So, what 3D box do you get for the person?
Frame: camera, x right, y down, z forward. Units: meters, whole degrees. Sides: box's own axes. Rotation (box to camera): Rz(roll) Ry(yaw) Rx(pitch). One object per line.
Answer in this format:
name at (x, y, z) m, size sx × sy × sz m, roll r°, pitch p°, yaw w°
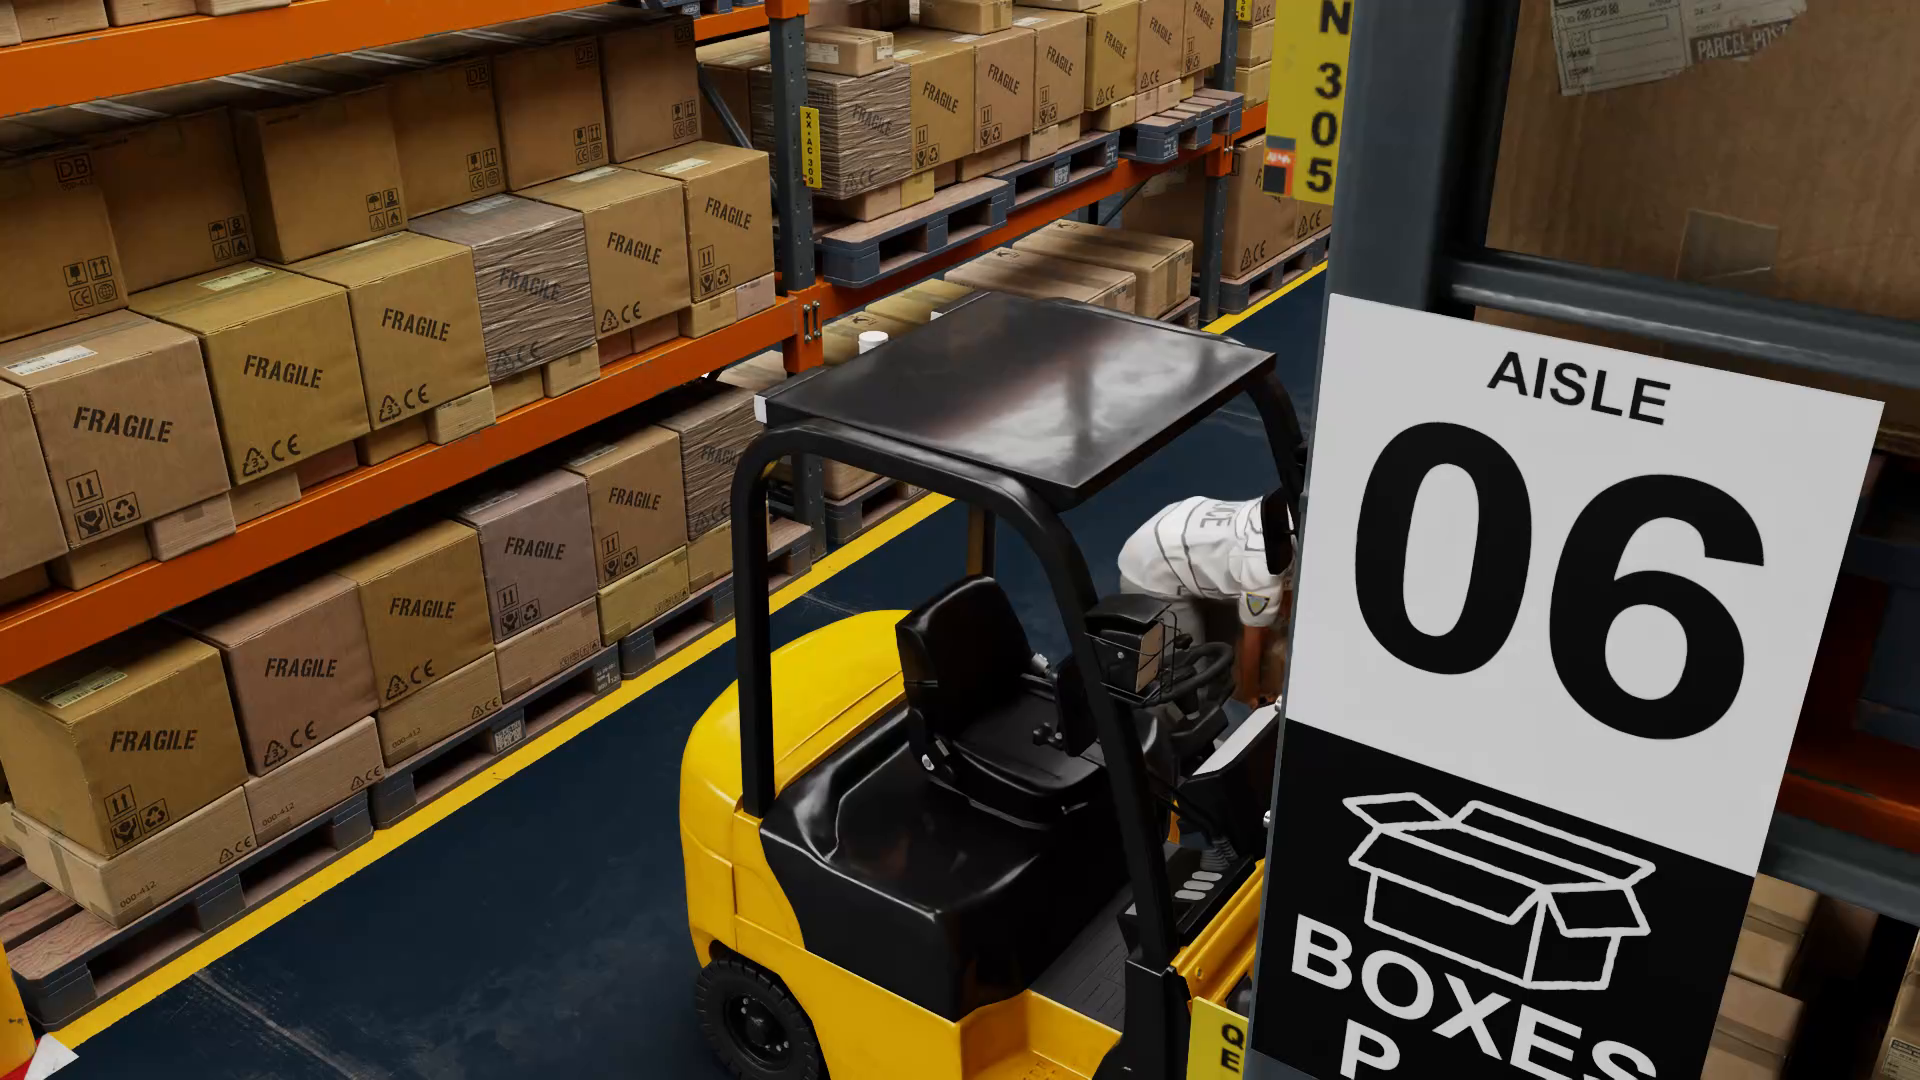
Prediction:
person at (0.990, 0.355, 5.881) m, size 0.852 × 1.254 × 0.462 m, roll 17°, pitch 31°, yaw 29°
